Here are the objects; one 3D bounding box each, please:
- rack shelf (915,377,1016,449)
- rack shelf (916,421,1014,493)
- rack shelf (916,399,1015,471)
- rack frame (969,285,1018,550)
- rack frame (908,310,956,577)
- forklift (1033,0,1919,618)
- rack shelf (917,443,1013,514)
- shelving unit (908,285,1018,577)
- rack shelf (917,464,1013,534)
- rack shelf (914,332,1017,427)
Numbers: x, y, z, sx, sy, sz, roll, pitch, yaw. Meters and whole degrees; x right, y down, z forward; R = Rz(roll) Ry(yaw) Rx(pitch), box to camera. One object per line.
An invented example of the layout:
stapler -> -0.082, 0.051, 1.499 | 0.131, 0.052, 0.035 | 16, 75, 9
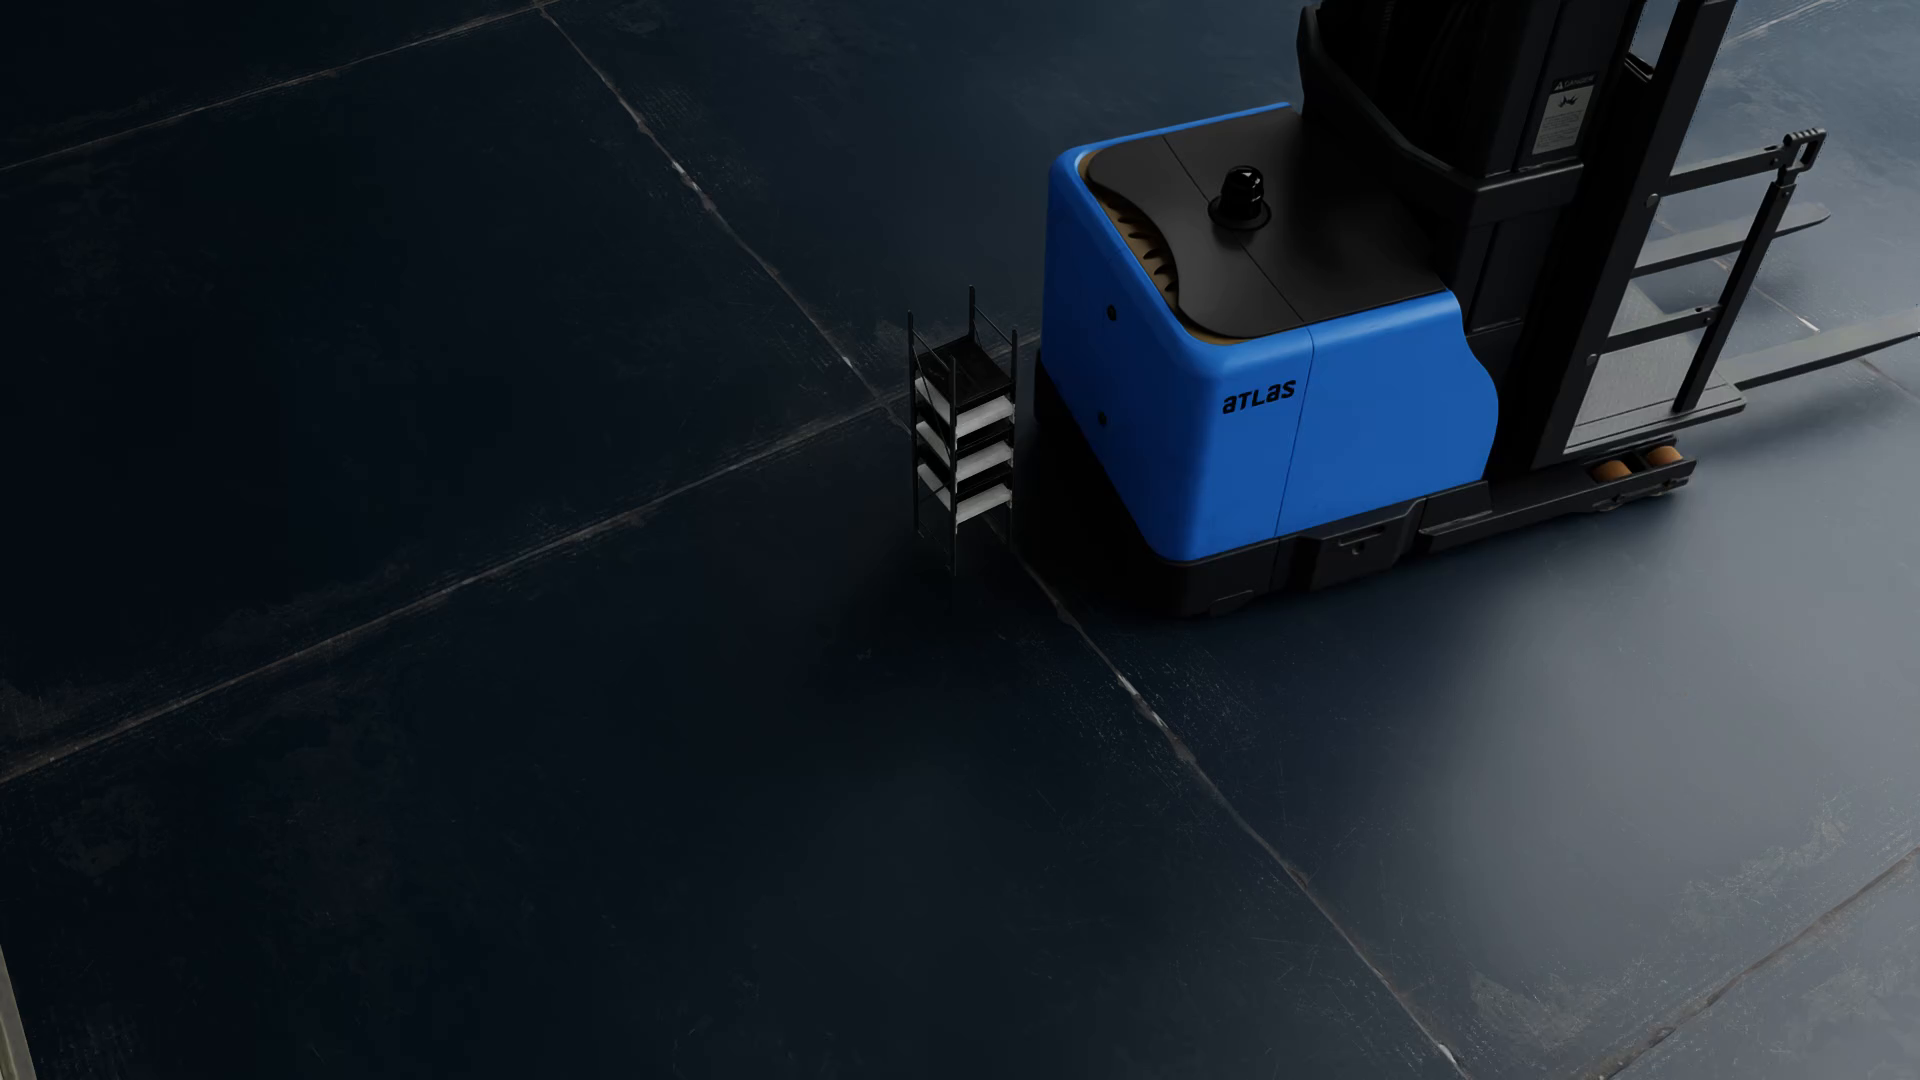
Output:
rack shelf -> 0.007, -0.400, 4.807 | 0.200, 0.077, 0.258 | -25, 53, -21
rack shelf -> 0.007, -0.280, 4.942 | 0.200, 0.077, 0.258 | -25, 53, -21
rack shelf -> 0.007, -0.340, 4.874 | 0.200, 0.077, 0.258 | -25, 53, -21
rack frame -> 0.093, -0.343, 4.953 | 0.006, 0.900, 0.240 | -25, 53, -21
rack frame -> -0.079, -0.262, 4.881 | 0.006, 0.900, 0.240 | -25, 53, -21
forklift -> 1.817, -1.424, 4.556 | 3.031, 2.935, 1.130 | -15, 50, -13
rack shelf -> 0.007, -0.220, 5.009 | 0.200, 0.077, 0.258 | -25, 53, -21
shelving unit -> 0.007, -0.303, 4.917 | 0.210, 0.900, 0.258 | -25, 53, -21
rack shelf -> 0.007, -0.161, 5.076 | 0.200, 0.077, 0.258 | -25, 53, -21
rack shelf -> 0.007, -0.460, 4.740 | 0.200, 0.077, 0.258 | -25, 53, -21
